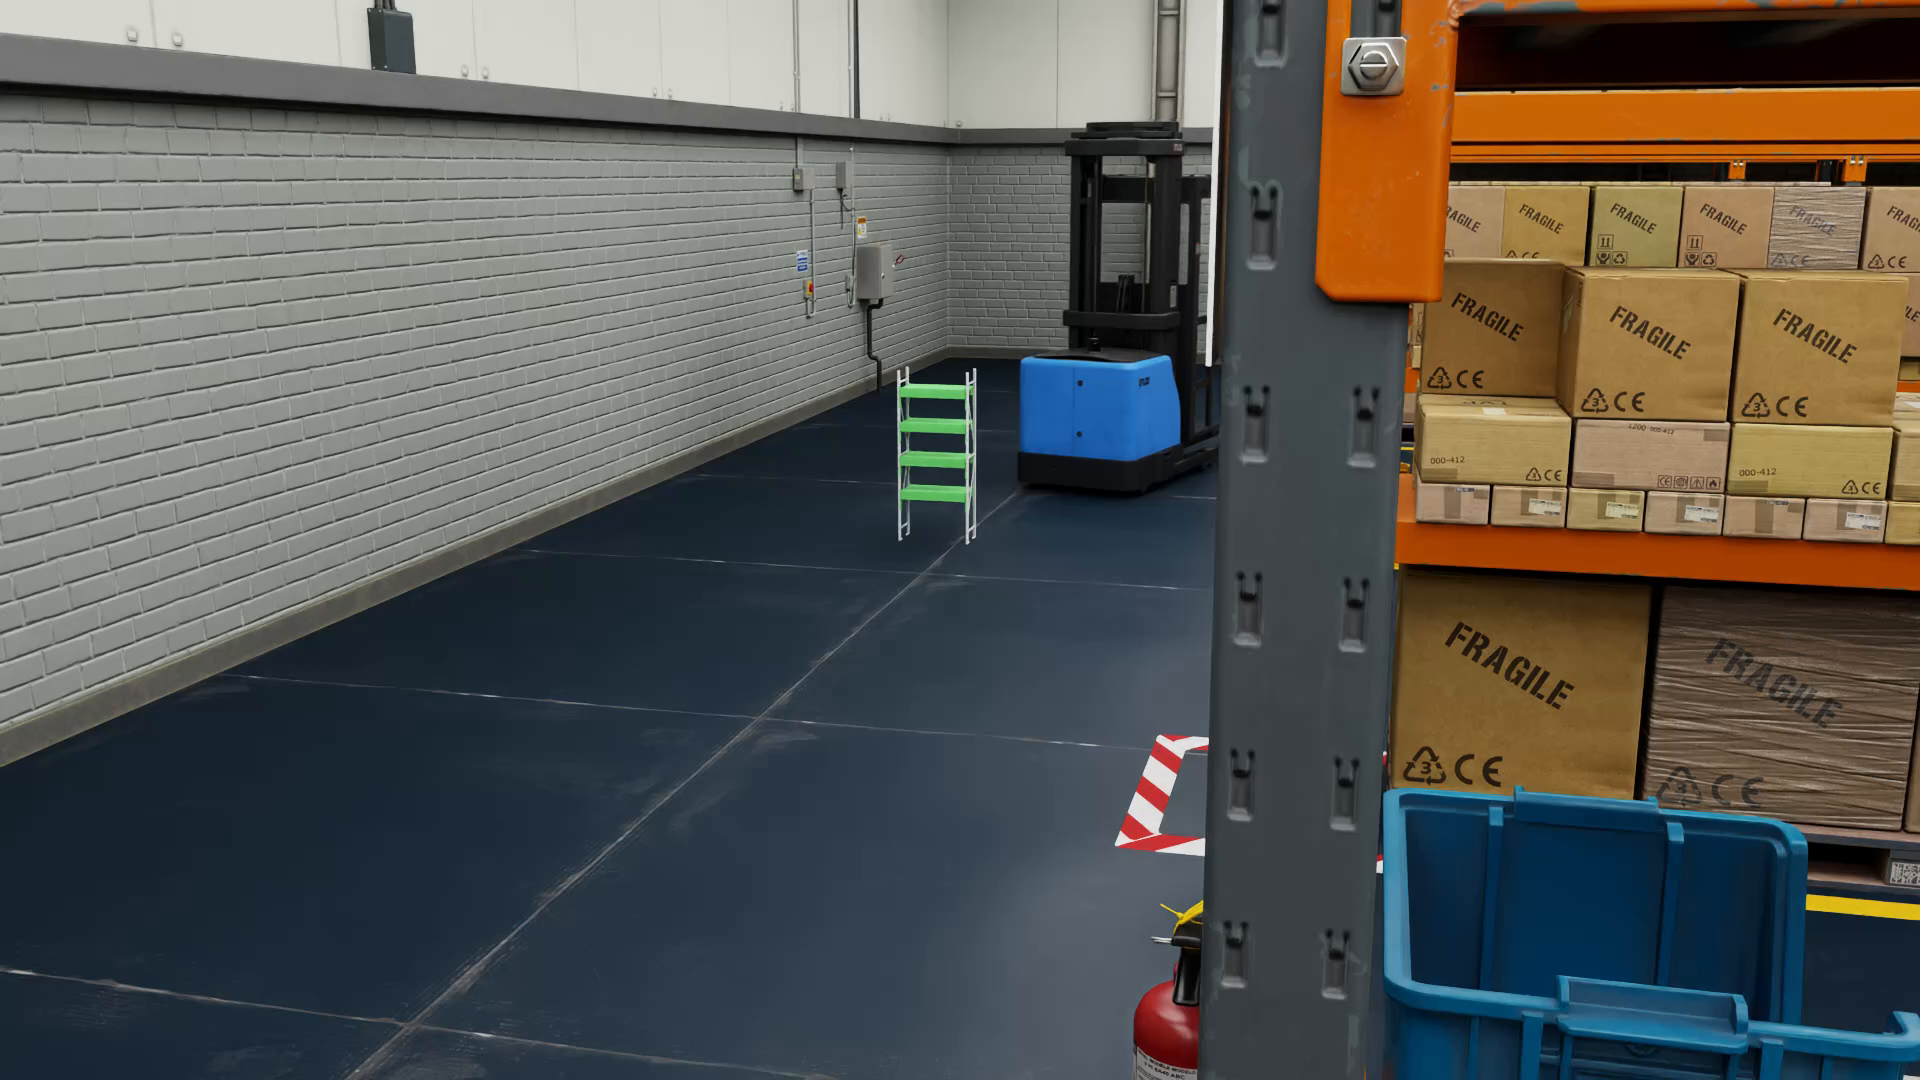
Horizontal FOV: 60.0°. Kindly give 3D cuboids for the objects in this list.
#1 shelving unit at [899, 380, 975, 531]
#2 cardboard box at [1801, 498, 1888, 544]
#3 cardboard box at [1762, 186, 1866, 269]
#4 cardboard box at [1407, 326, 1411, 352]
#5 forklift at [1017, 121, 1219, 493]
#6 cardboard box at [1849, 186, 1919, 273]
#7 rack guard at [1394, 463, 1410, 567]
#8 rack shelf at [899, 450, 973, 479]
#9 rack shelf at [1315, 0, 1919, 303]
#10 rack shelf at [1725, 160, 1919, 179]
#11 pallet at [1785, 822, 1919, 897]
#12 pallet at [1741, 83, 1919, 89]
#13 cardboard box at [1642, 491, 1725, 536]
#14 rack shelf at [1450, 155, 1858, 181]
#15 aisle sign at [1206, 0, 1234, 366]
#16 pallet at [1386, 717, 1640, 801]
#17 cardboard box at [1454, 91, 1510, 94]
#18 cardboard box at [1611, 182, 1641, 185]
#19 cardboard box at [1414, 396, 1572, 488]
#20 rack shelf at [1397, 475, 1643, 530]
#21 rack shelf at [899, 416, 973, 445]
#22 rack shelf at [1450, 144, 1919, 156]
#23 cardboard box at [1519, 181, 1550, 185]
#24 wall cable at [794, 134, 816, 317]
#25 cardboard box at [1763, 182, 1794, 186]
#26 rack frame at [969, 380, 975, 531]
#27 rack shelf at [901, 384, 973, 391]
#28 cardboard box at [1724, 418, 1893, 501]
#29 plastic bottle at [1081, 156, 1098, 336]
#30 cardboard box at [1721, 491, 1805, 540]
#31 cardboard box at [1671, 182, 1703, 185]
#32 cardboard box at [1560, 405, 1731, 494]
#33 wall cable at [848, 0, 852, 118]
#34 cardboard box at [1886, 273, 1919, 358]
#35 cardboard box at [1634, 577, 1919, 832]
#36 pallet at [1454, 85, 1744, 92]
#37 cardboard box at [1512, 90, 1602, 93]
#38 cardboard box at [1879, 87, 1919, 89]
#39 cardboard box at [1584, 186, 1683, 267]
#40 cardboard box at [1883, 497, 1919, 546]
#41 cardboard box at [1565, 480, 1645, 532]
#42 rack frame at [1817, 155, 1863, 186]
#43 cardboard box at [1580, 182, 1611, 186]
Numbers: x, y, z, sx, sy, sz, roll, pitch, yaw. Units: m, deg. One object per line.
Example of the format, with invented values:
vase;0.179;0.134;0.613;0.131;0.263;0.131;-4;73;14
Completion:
shelving unit;-0.157;-0.594;11.642;0.487;1.046;0.258;3;13;14
cardboard box;3.065;-0.103;5.854;0.250;0.149;0.380;3;13;13
cardboard box;5.203;-1.915;10.214;0.500;0.500;0.500;3;13;15
cardboard box;5.682;-2.443;20.612;0.637;0.503;0.797;3;13;11
forklift;1.614;-2.078;14.335;1.130;2.935;3.031;7;14;28
cardboard box;5.697;-1.886;10.081;0.500;0.500;0.500;3;13;12
rack guard;2.911;-0.193;11.451;0.348;0.500;1.175;3;13;14
rack shelf;-0.161;-0.532;11.656;0.480;0.148;0.258;3;13;14
rack shelf;2.306;-0.348;1.112;4.000;0.370;1.077;3;13;14
rack shelf;10.936;-4.310;18.969;4.000;0.370;1.077;3;13;14
pallet;3.527;1.070;6.423;1.213;0.211;1.003;3;13;14
pallet;3.462;-1.702;5.759;1.213;0.211;1.003;3;13;14
cardboard box;2.568;-0.130;5.974;0.250;0.149;0.380;3;13;13
rack shelf;5.867;-3.473;15.199;4.000;0.370;1.077;3;13;14
aisle sign;0.223;-0.549;1.280;0.004;0.787;0.394;3;13;14
pallet;2.346;1.006;6.710;1.213;0.211;1.003;3;13;14
cardboard box;3.212;-2.732;10.543;0.500;0.250;0.500;4;13;16
cardboard box;5.965;-3.148;14.961;0.250;0.149;0.380;3;13;14
cardboard box;1.952;-0.370;6.137;0.500;0.250;0.500;3;13;12
rack shelf;3.493;-0.055;6.102;3.809;0.052;0.919;3;13;14
rack shelf;-0.161;-0.766;11.604;0.480;0.148;0.258;3;13;14
rack shelf;4.779;-2.427;10.484;4.000;0.370;1.077;3;13;14
cardboard box;5.228;-3.192;15.160;0.250;0.149;0.380;3;13;14
wall cable;-1.555;-3.263;17.097;0.123;1.953;0.585;3;13;14
cardboard box;7.204;-3.096;14.724;0.250;0.149;0.380;3;13;15
rack frame;0.076;-0.582;11.586;0.006;1.046;0.228;3;13;14
rack shelf;-0.161;-1.053;11.541;0.457;0.021;0.221;3;13;14
cardboard box;2.946;-0.318;5.901;0.500;0.250;0.500;3;13;12
plastic bottle;7.515;-1.251;10.449;14.401;2.616;20.093;3;13;14
cardboard box;2.815;-0.117;5.914;0.250;0.149;0.380;3;13;12
cardboard box;6.462;-3.125;14.858;0.250;0.149;0.380;3;13;13
cardboard box;2.459;-0.345;6.021;0.500;0.250;0.500;3;13;13
wall cable;-1.482;-5.787;17.040;0.029;3.000;2.355;3;13;14
cardboard box;5.680;-1.397;10.188;0.500;0.500;0.500;3;13;12
cardboard box;3.075;0.516;6.419;0.875;0.875;0.875;3;13;14
pallet;2.274;-1.765;6.042;1.213;0.211;1.003;3;13;14
cardboard box;3.722;-2.704;10.415;0.500;0.250;0.500;3;13;15
cardboard box;5.698;-2.598;9.941;0.500;0.250;0.500;3;13;13
cardboard box;4.201;-1.964;10.436;0.500;0.500;0.500;3;13;12
cardboard box;3.310;-0.090;5.794;0.250;0.149;0.380;3;13;12
cardboard box;2.315;-0.143;6.034;0.250;0.149;0.380;3;13;12
rack frame;7.809;-2.256;14.978;0.127;3.000;1.000;3;13;14
cardboard box;5.699;-3.152;14.976;0.250;0.149;0.380;3;13;12
